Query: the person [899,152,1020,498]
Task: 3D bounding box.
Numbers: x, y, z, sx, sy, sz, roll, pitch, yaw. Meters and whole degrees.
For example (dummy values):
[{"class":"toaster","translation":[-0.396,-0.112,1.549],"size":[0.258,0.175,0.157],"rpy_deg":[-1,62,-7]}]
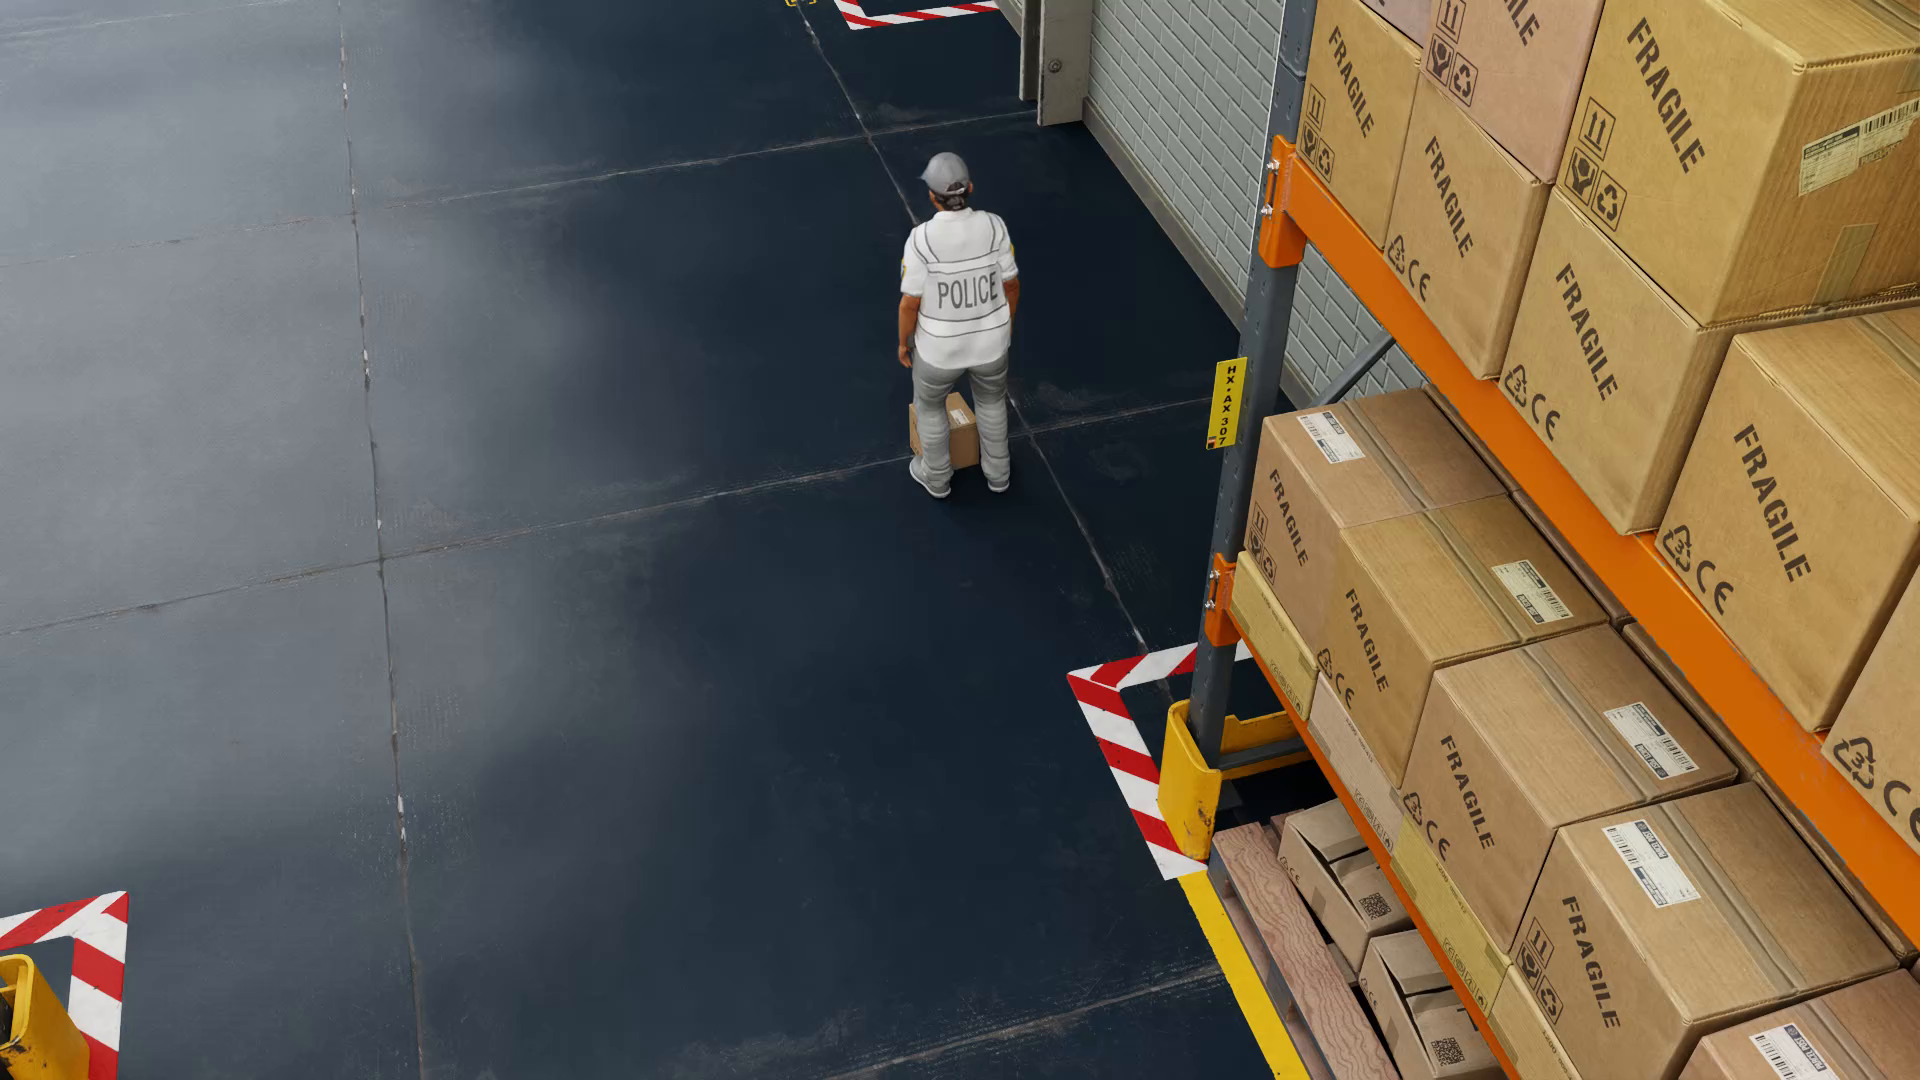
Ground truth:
[{"class":"person","translation":[-0.006,-0.873,7.108],"size":[0.540,1.667,0.467],"rpy_deg":[-12,44,-13]}]
